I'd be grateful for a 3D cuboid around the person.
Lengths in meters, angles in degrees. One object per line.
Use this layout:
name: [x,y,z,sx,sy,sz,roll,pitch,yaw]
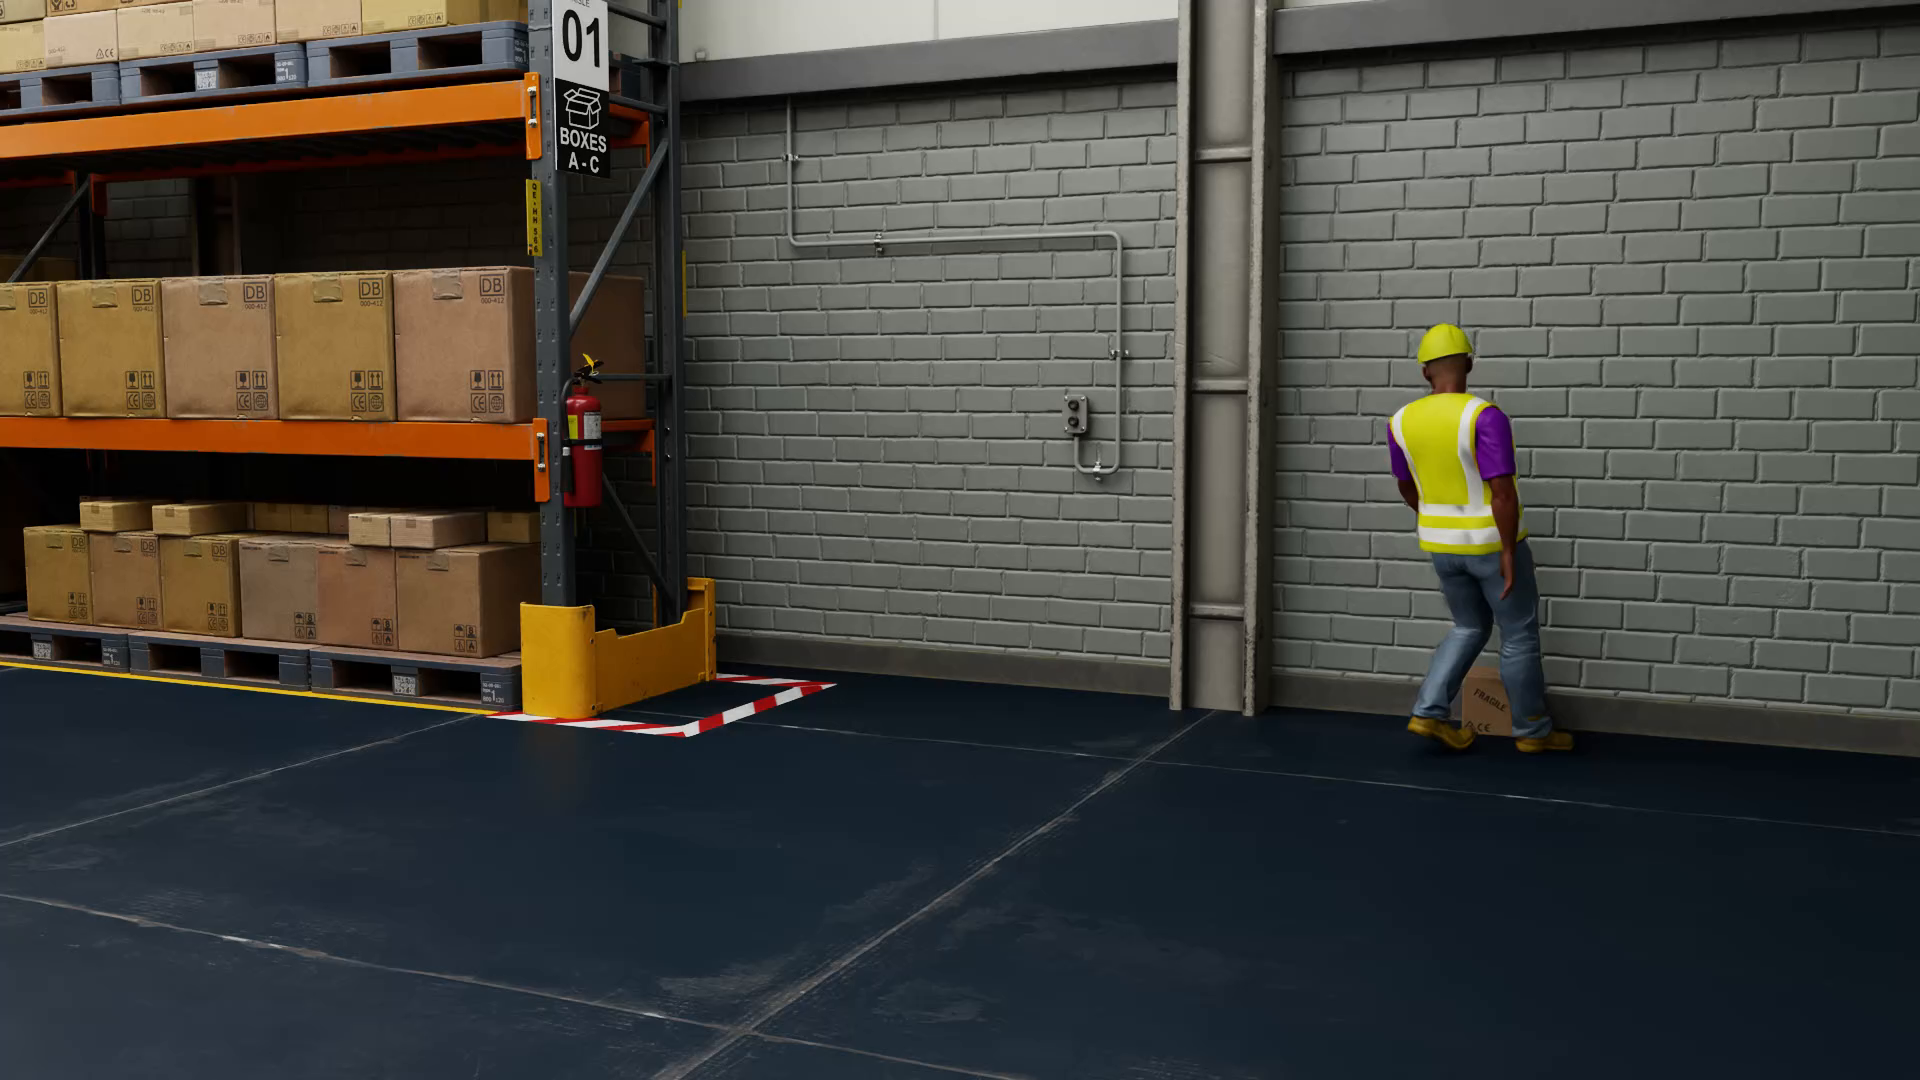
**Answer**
person: [2.118,0.005,6.647,0.785,1.719,0.598,-4,7,-36]
